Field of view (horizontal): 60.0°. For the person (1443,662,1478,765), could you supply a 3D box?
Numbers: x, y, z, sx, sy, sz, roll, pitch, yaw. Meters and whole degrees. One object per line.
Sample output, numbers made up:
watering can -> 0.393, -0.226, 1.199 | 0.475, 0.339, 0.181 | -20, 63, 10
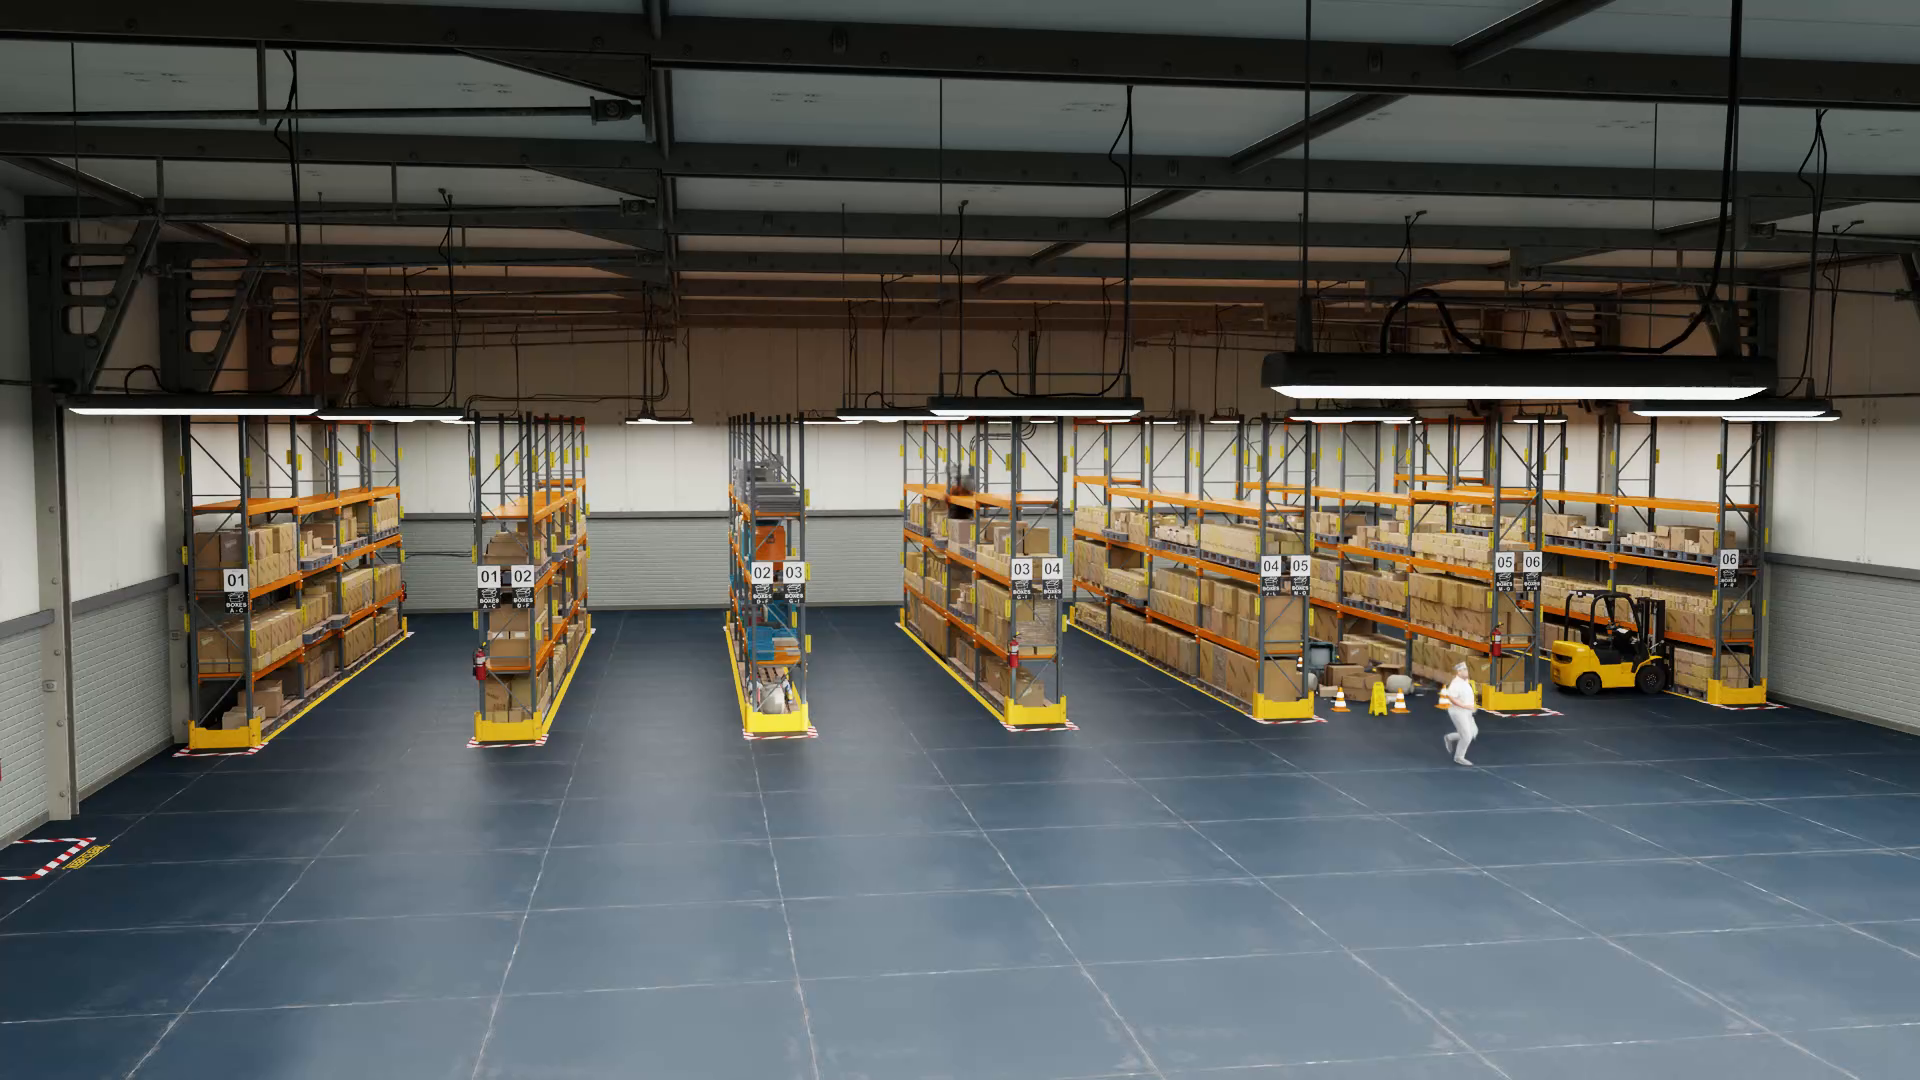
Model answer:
person -> 8.542, 2.936, 28.323 | 0.584, 1.751, 0.697 | 3, 5, 36
